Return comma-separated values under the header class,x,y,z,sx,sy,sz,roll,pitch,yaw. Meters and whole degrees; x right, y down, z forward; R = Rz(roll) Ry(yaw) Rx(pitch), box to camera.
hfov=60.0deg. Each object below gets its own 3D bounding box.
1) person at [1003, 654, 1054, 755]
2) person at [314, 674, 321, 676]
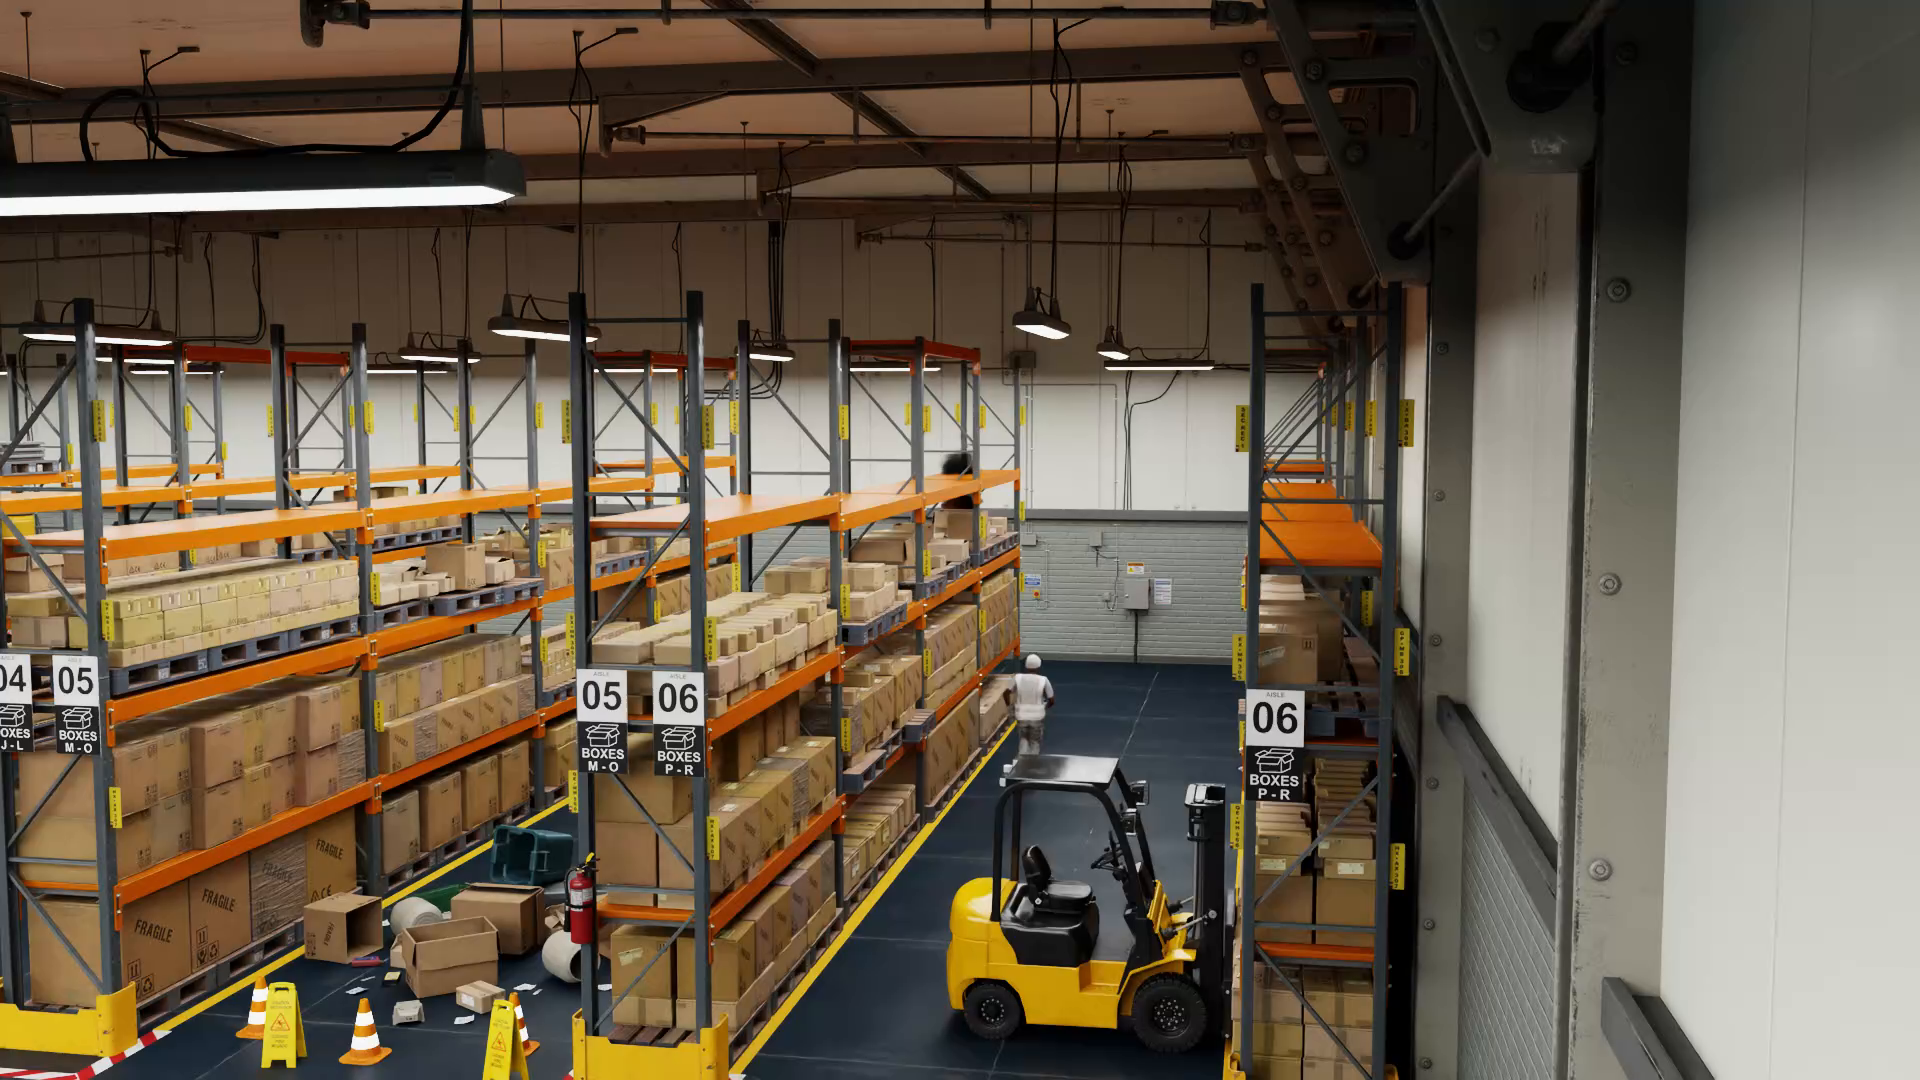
class,x,y,z,sx,sy,sz,roll,pitch,yaw
person,0.985,2.438,23.064,0.673,1.738,0.551,1,5,12
person,-8.053,2.600,20.870,0.672,1.849,0.855,0,5,-2
